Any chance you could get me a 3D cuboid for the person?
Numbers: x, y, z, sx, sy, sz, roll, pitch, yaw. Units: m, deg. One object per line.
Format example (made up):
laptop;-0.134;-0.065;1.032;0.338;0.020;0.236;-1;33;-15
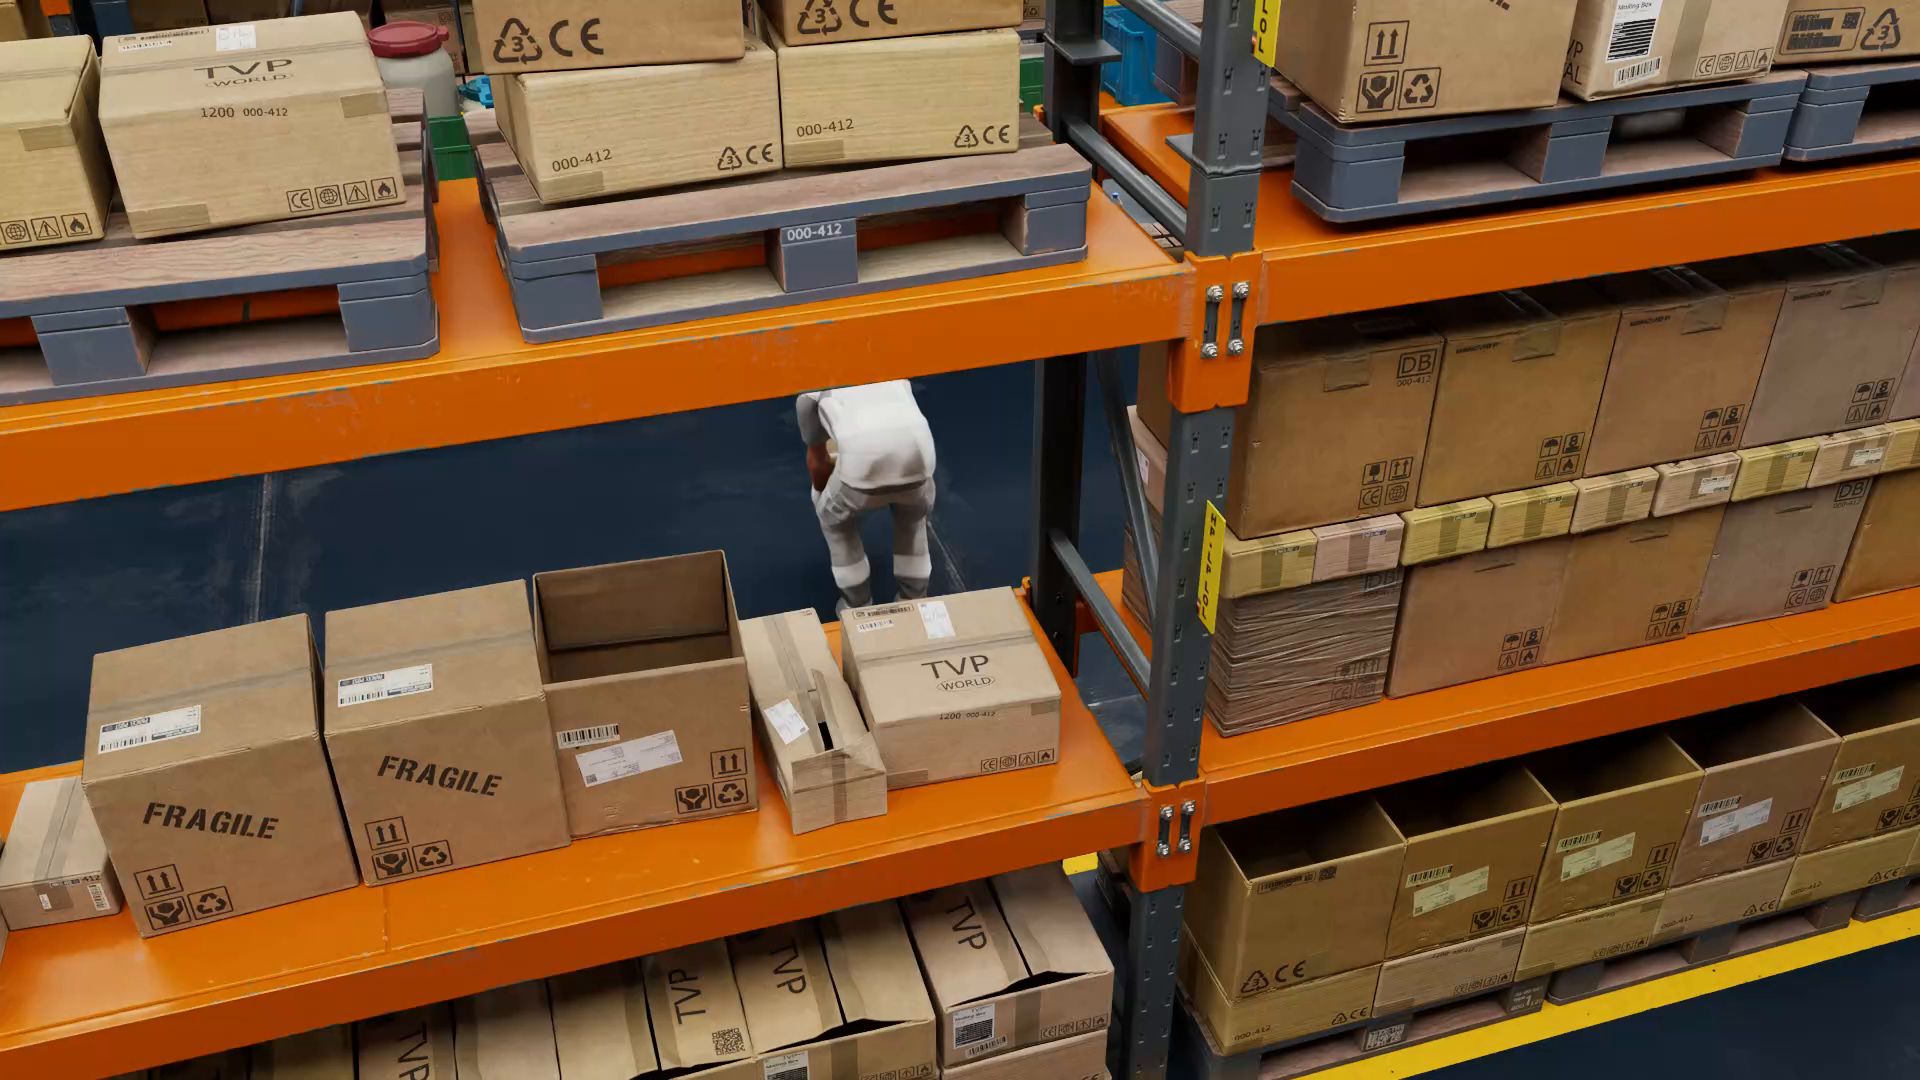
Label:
person;-0.379;-0.383;6.802;0.490;1.669;0.689;-11;35;-16
